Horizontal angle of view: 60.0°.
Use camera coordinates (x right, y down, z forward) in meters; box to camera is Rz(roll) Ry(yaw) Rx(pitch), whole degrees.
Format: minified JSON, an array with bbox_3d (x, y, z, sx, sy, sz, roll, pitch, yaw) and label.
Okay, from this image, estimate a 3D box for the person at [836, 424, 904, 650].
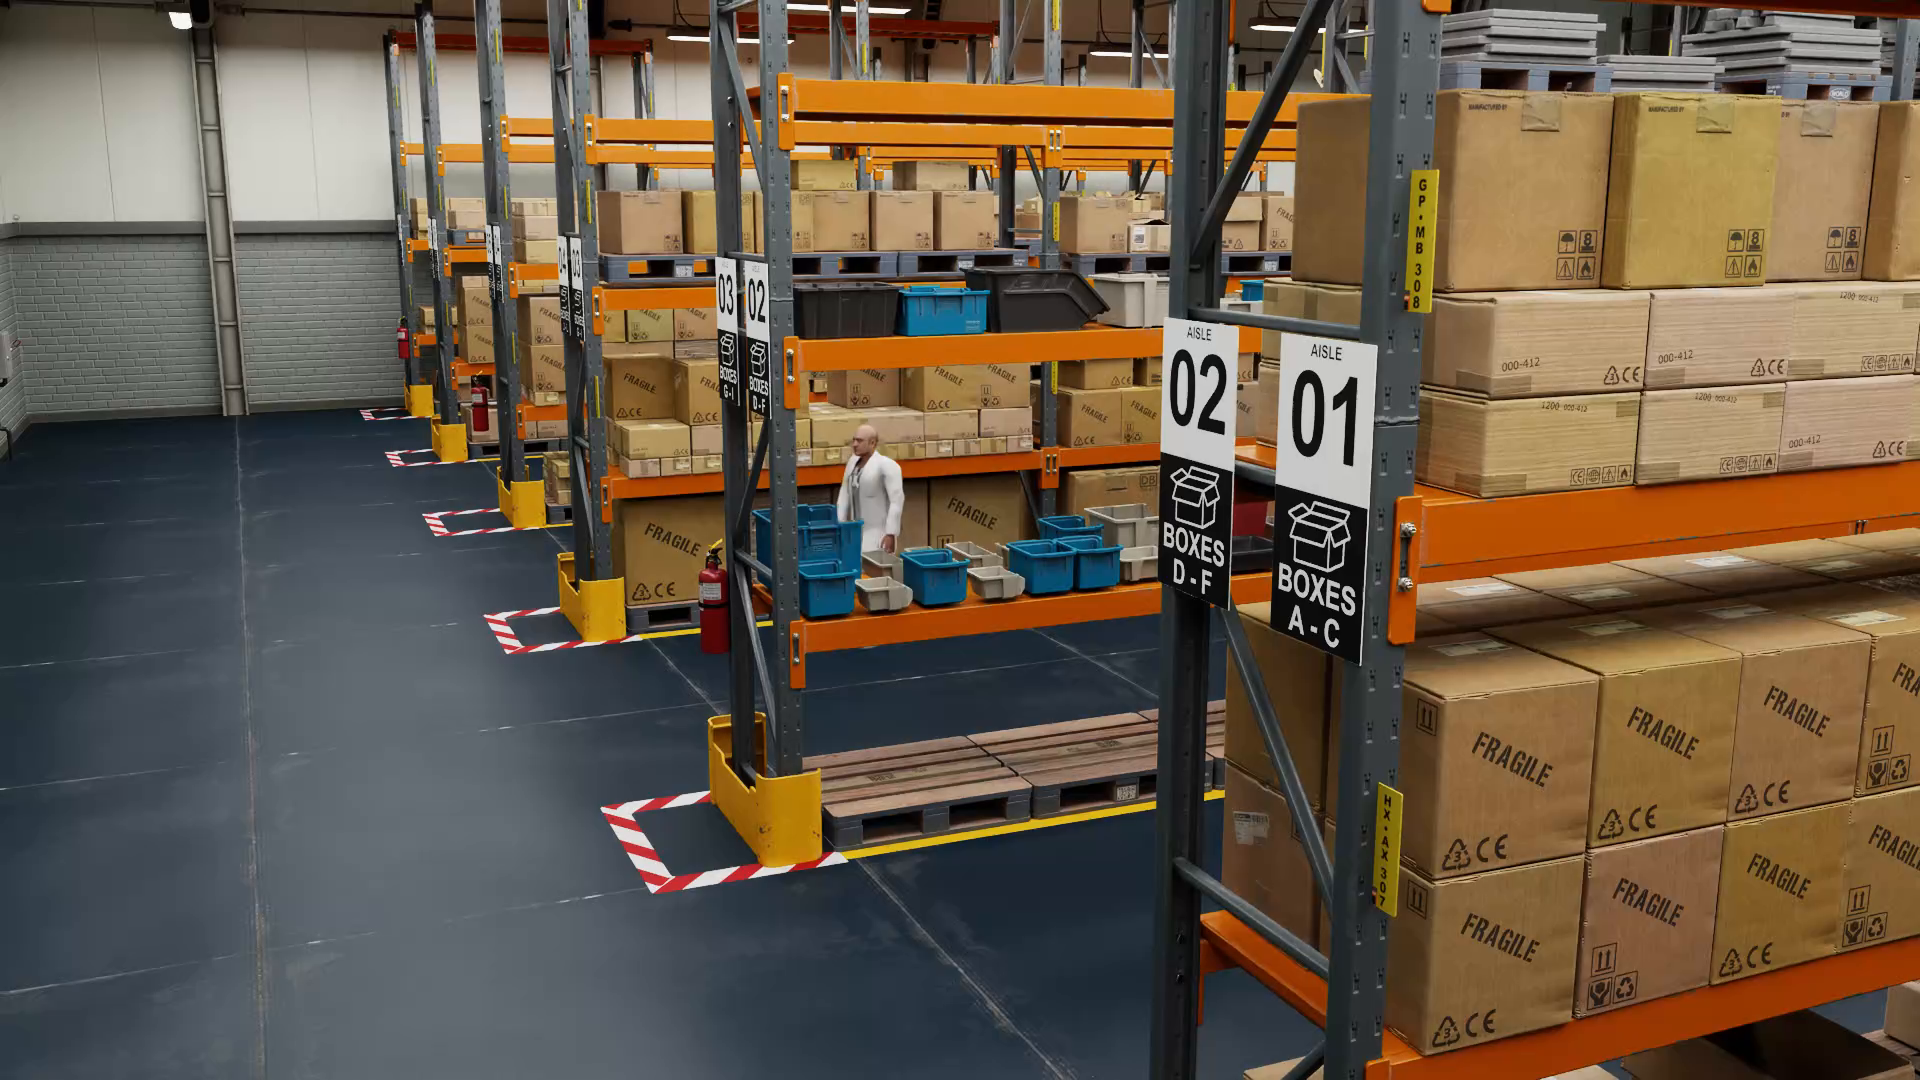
[{"bbox_3d":[-0.720,-0.040,13.195,0.542,1.770,0.676,-9,15,-38],"label":"person"}]
